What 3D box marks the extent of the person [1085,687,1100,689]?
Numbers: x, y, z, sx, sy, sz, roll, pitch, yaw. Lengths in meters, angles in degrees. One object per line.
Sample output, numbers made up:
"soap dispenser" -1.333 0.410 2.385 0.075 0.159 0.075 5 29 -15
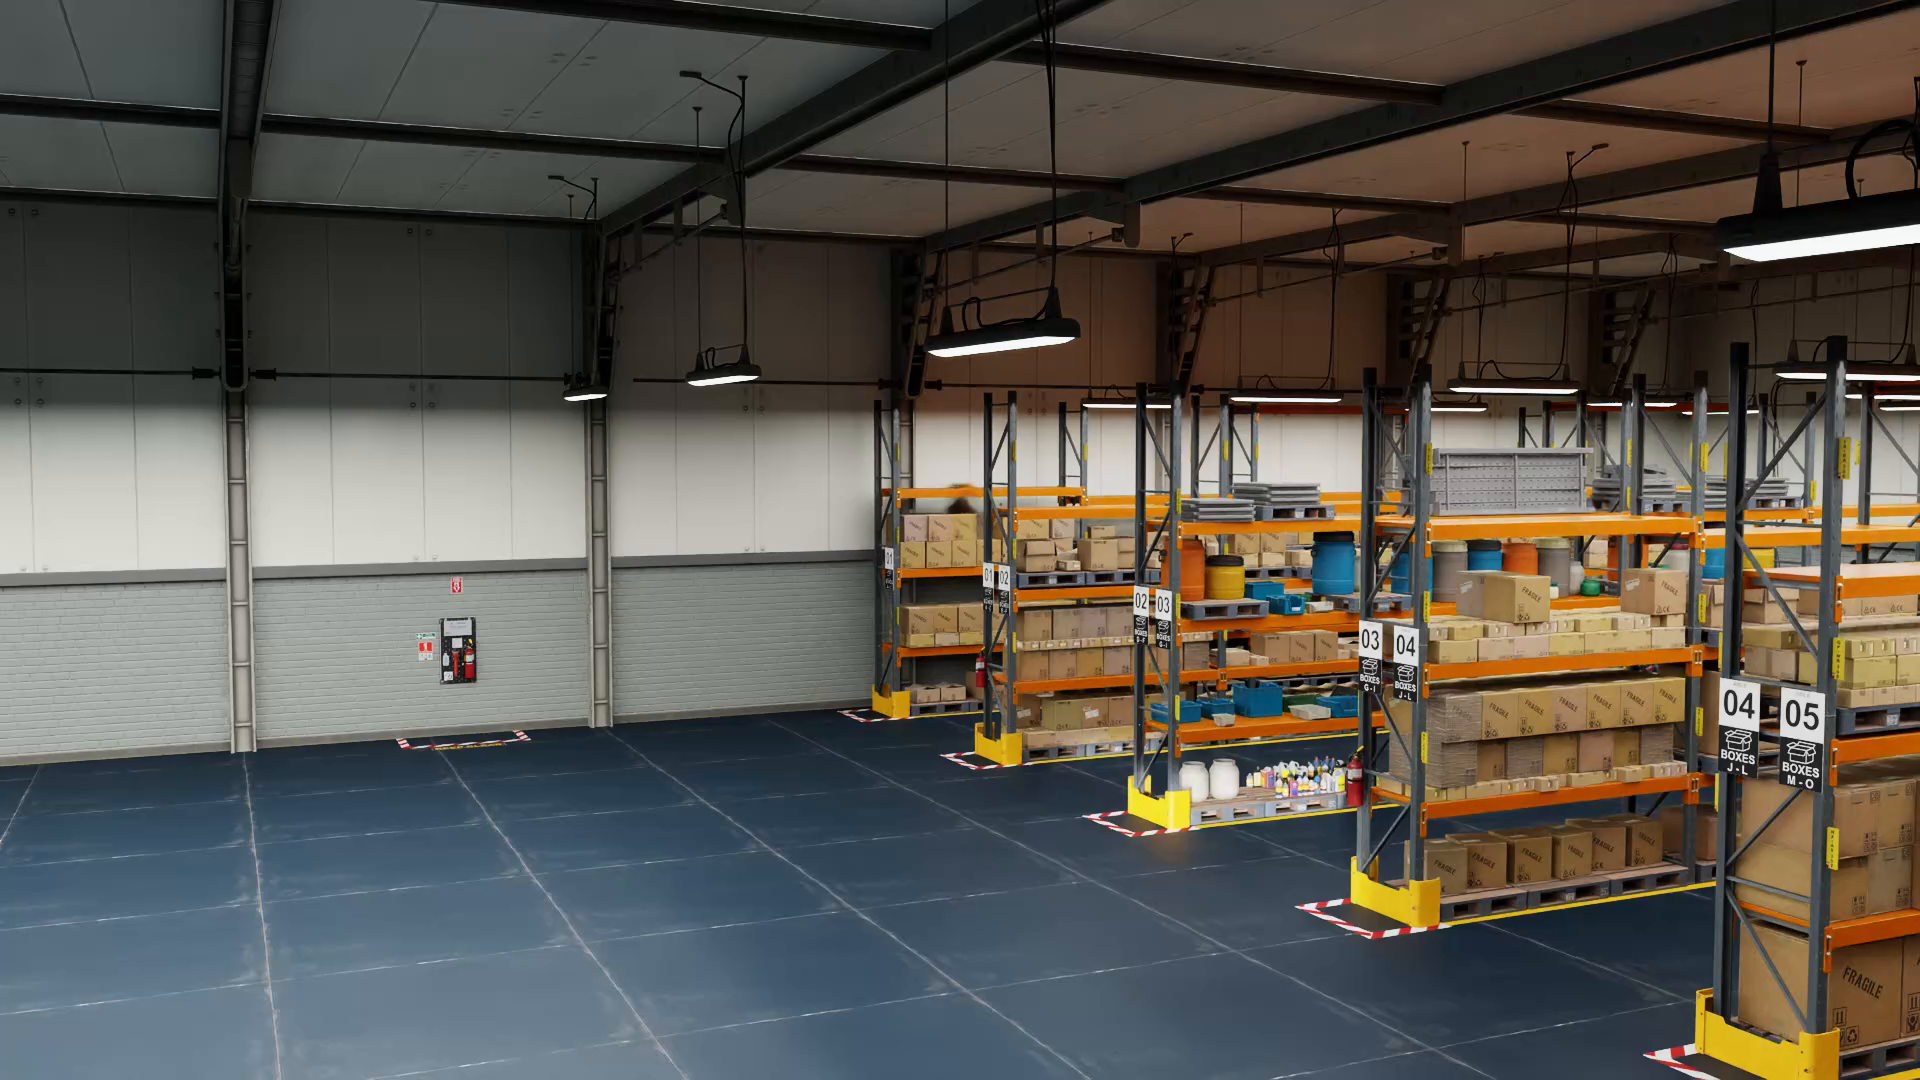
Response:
"person" 2.444 2.630 30.154 0.703 1.528 0.418 -2 4 -32
